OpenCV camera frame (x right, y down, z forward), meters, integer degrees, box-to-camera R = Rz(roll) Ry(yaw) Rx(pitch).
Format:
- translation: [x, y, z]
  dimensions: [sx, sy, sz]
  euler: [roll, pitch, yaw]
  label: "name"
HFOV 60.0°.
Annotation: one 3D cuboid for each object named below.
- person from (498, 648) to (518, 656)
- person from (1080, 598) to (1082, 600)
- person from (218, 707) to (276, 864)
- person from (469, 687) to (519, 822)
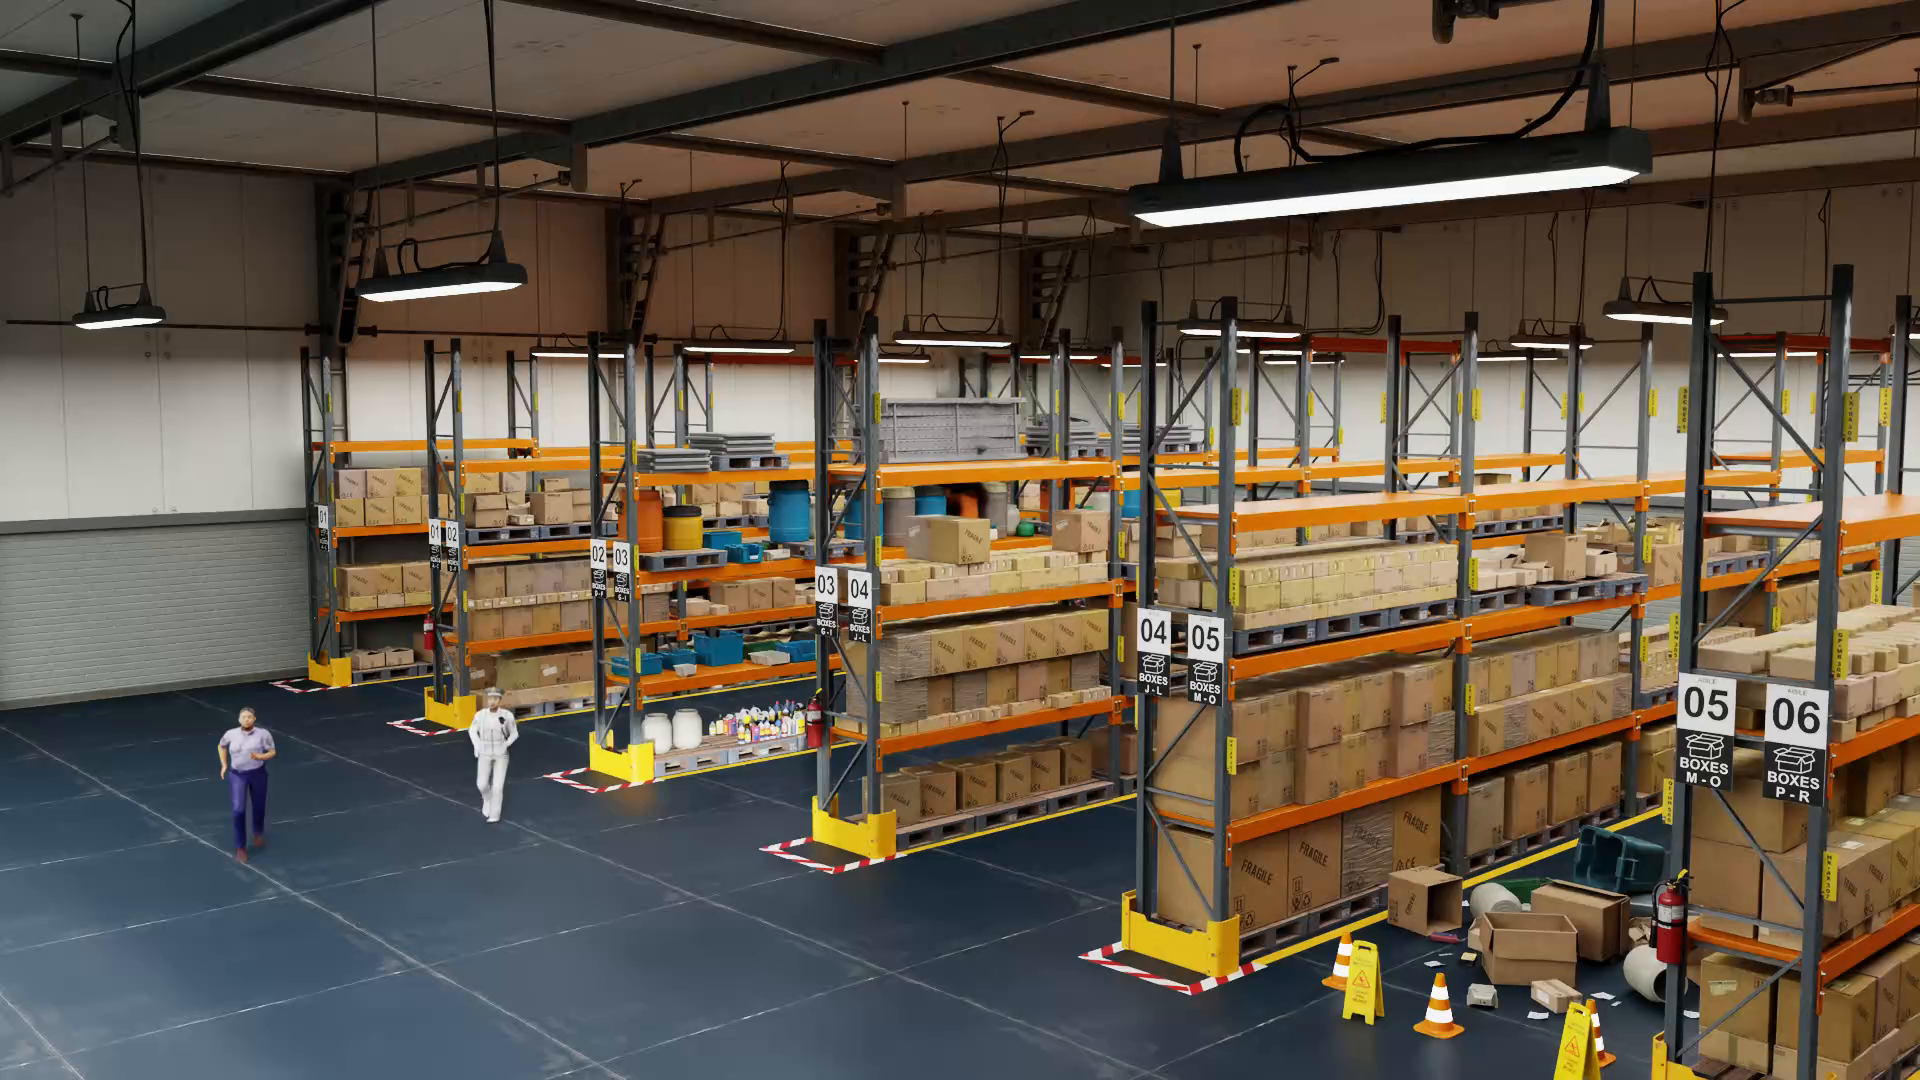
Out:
- translation: [-7.726, 1.899, 28.646]
  dimensions: [0.556, 1.527, 0.669]
  euler: [4, 7, 41]
  label: "person"
- translation: [2.605, 1.445, 32.994]
  dimensions: [0.582, 1.671, 0.672]
  euler: [3, 6, 34]
  label: "person"
- translation: [-7.965, 2.712, 18.614]
  dimensions: [0.579, 1.711, 0.759]
  euler: [-2, 6, -26]
  label: "person"
- translation: [-5.608, 2.579, 19.969]
  dimensions: [0.592, 1.651, 0.529]
  euler: [-1, 5, -9]
  label: "person"
